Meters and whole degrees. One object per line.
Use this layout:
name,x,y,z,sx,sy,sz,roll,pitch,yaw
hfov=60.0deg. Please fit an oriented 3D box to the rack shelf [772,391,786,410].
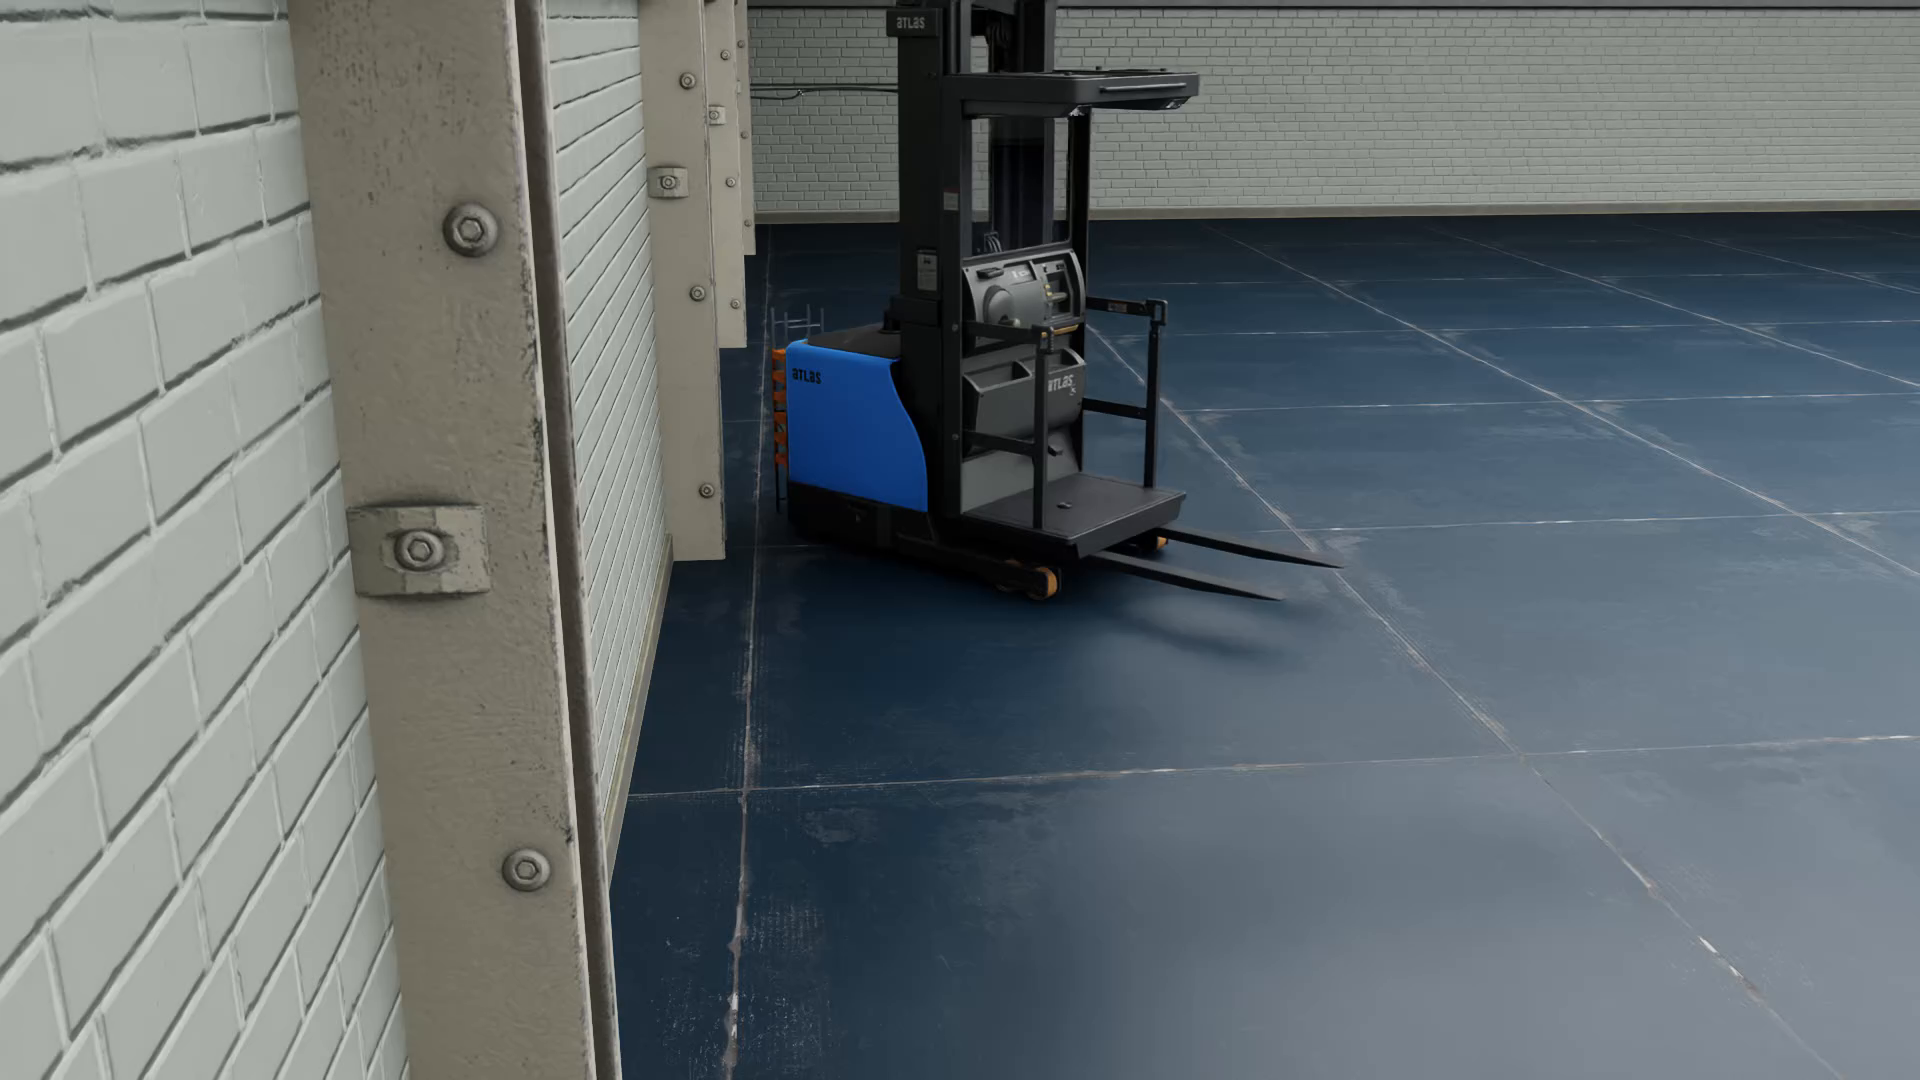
rack shelf,-0.913,-0.792,9.441,0.258,0.103,0.180,-9,19,-28

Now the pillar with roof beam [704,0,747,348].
pillar with roof beam,2.238,-6.166,13.793,9.100,9.000,0.400,-2,18,-6

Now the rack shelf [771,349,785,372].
rack shelf,-0.912,-1.022,9.370,0.258,0.103,0.180,-9,19,-28

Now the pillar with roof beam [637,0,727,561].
pillar with roof beam,2.857,-4.378,8.099,9.100,9.000,0.400,-2,18,-6

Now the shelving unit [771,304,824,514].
shelving unit,-0.913,-0.720,9.463,0.258,1.200,0.189,-9,19,-28

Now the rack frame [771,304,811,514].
rack frame,-0.958,-0.744,9.539,0.240,1.200,0.006,-9,19,-28

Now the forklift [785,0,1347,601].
forklift,0.497,-1.277,8.351,3.031,2.935,1.130,14,22,37

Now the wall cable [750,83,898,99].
wall cable,-1.651,-7.258,22.455,3.097,2.526,0.112,-2,18,-6

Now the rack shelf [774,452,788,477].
rack shelf,-0.915,-0.448,9.546,0.258,0.103,0.180,-9,19,-28

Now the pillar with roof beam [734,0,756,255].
pillar with roof beam,1.619,-7.953,19.487,9.100,9.000,0.400,-2,18,-6

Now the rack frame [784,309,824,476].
rack frame,-0.869,-0.697,9.387,0.240,1.200,0.006,-9,19,-28

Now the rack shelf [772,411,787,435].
rack shelf,-0.914,-0.678,9.476,0.258,0.103,0.180,-9,19,-28

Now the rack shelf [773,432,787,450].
rack shelf,-0.914,-0.563,9.511,0.258,0.103,0.180,-9,19,-28

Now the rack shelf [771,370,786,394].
rack shelf,-0.912,-0.907,9.406,0.258,0.103,0.180,-9,19,-28
